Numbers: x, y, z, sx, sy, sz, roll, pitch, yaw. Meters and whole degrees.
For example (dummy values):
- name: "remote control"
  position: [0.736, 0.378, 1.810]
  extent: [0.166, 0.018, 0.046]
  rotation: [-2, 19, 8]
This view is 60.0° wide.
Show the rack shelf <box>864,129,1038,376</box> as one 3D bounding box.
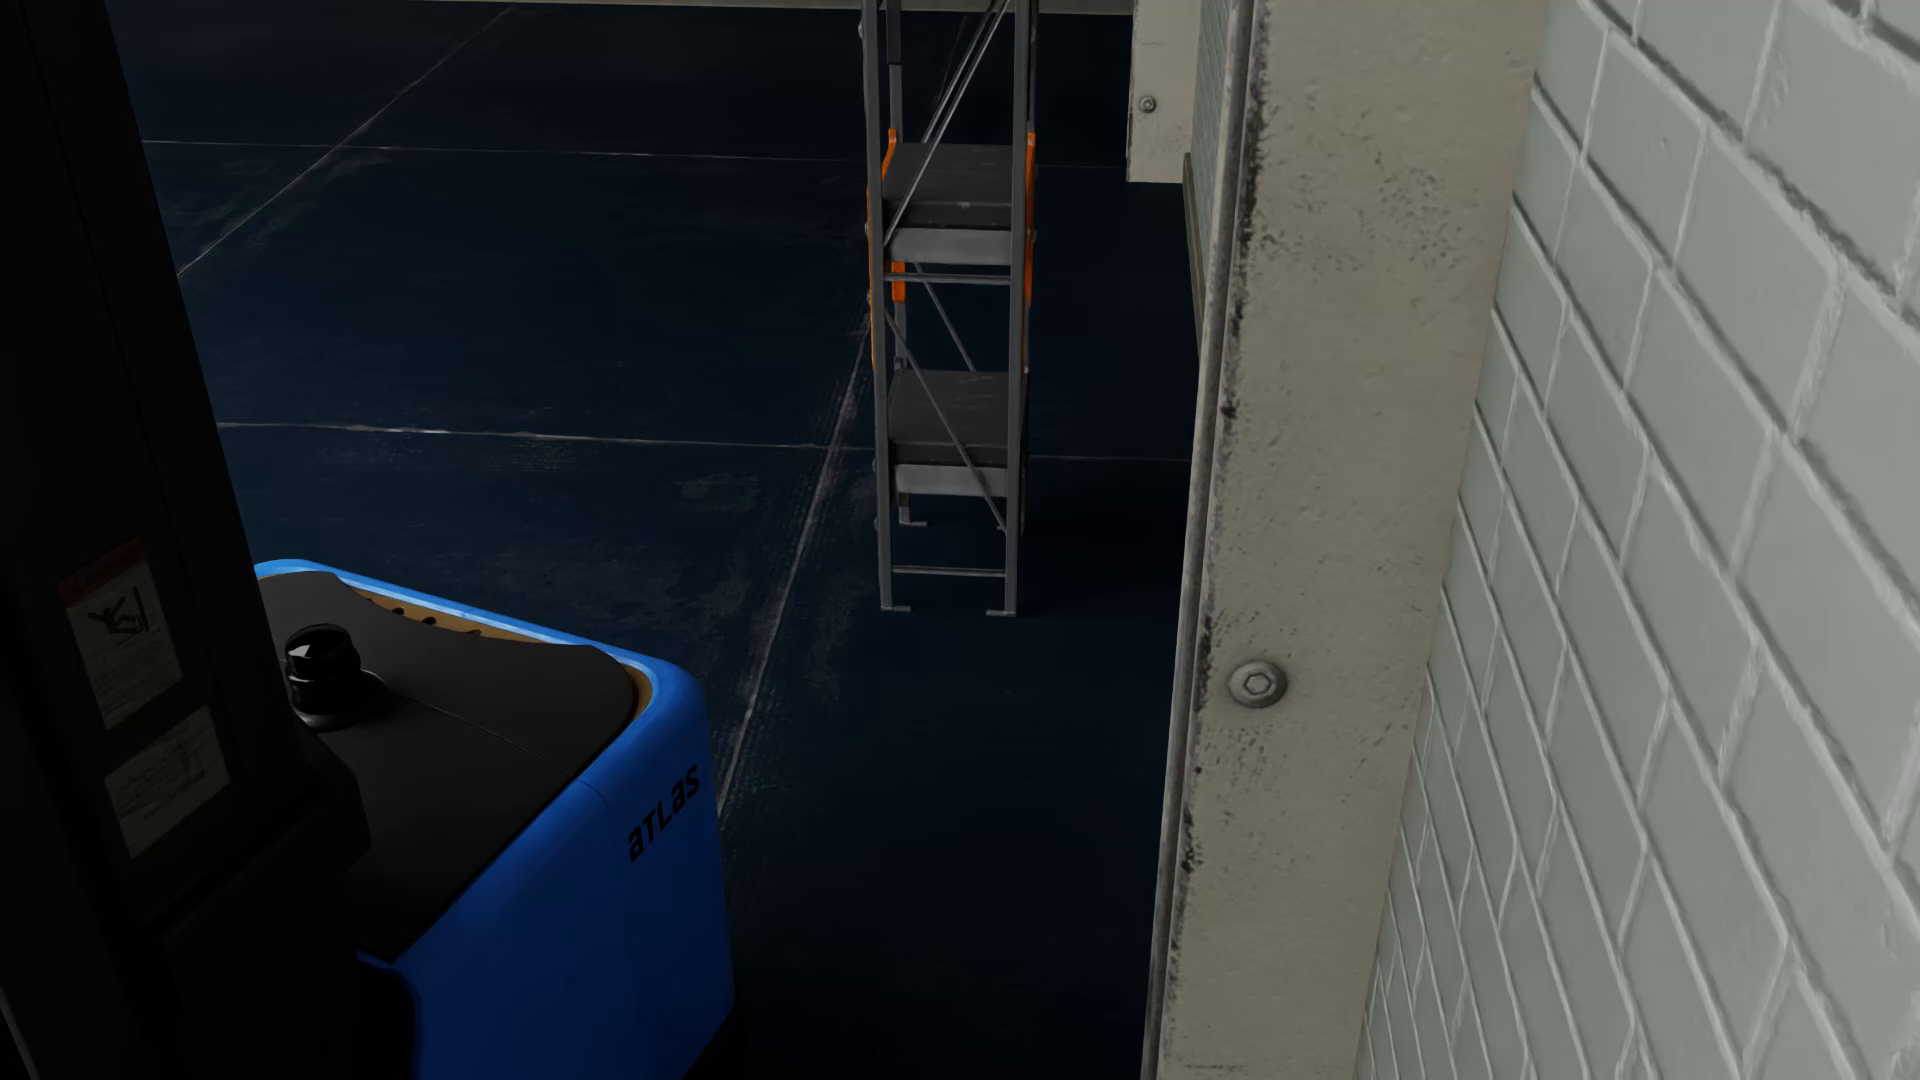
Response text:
- name: "rack shelf"
  position: [-0.013, -0.796, 4.566]
  extent: [0.431, 0.518, 0.480]
  rotation: [2, 32, 4]

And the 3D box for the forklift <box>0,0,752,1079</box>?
- name: "forklift"
  position: [-1.482, 0.491, 1.660]
  extent: [1.130, 2.935, 3.031]
  rotation: [13, 34, 20]

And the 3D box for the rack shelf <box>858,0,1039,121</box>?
- name: "rack shelf"
  position: [-0.014, -1.392, 4.199]
  extent: [0.431, 0.518, 0.480]
  rotation: [2, 32, 4]

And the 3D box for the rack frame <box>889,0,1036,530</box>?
- name: "rack frame"
  position: [0.006, -0.935, 4.766]
  extent: [0.400, 2.100, 0.015]
  rotation: [2, 32, 4]

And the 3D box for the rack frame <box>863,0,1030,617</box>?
- name: "rack frame"
  position: [-0.033, -0.680, 4.352]
  extent: [0.400, 2.100, 0.015]
  rotation: [2, 32, 4]

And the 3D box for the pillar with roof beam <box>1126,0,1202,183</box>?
- name: "pillar with roof beam"
  position: [-3.314, -5.853, 6.170]
  extent: [9.100, 9.000, 0.400]
  rotation: [2, 32, 4]

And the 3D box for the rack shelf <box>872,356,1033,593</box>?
- name: "rack shelf"
  position: [-0.013, -0.200, 4.933]
  extent: [0.431, 0.518, 0.480]
  rotation: [2, 32, 4]

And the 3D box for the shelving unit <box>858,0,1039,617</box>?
- name: "shelving unit"
  position: [-0.013, -0.807, 4.559]
  extent: [0.431, 2.100, 0.503]
  rotation: [2, 32, 4]
